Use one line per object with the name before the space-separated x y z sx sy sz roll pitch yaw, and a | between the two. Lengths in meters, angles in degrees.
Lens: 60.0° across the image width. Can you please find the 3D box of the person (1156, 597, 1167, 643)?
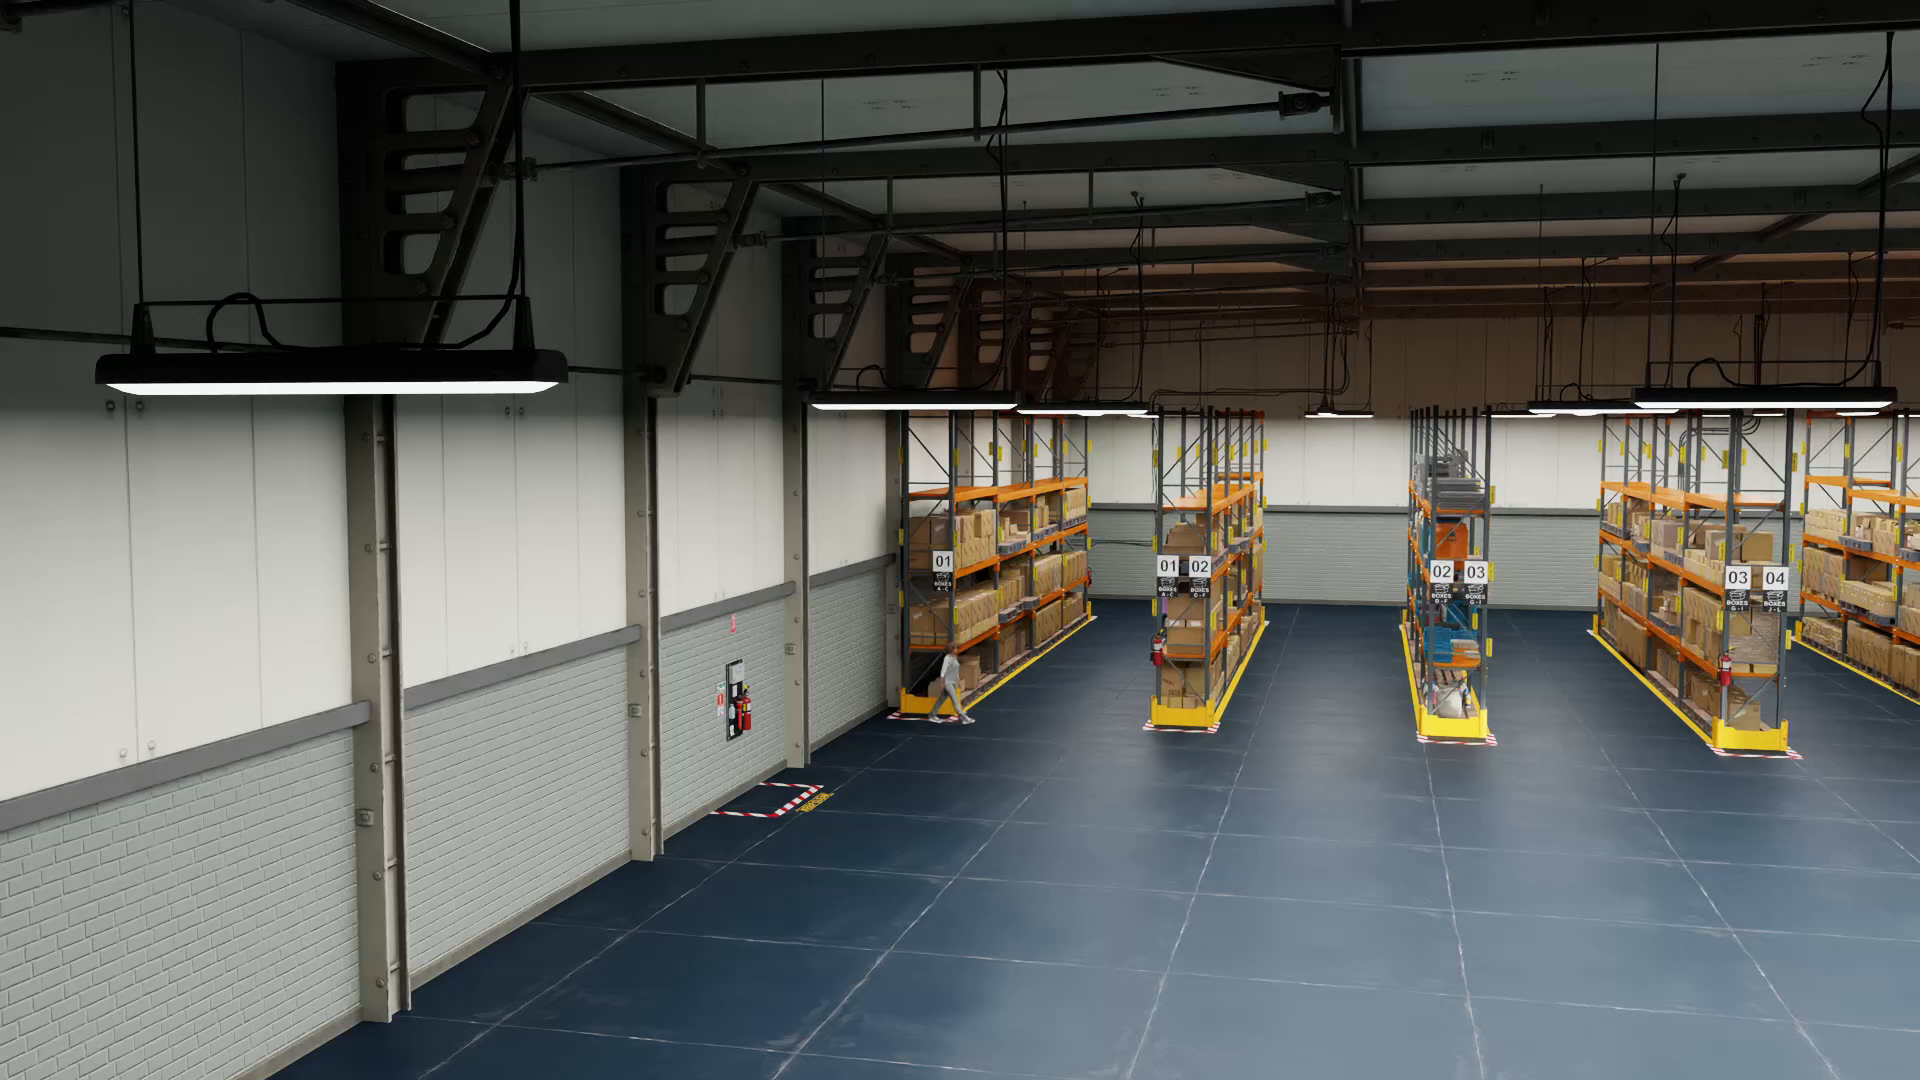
person | 5.253 1.955 42.402 0.473 1.467 0.566 -1 4 -10

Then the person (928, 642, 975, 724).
person | -0.138 2.687 31.247 0.951 1.539 0.440 1 4 13
